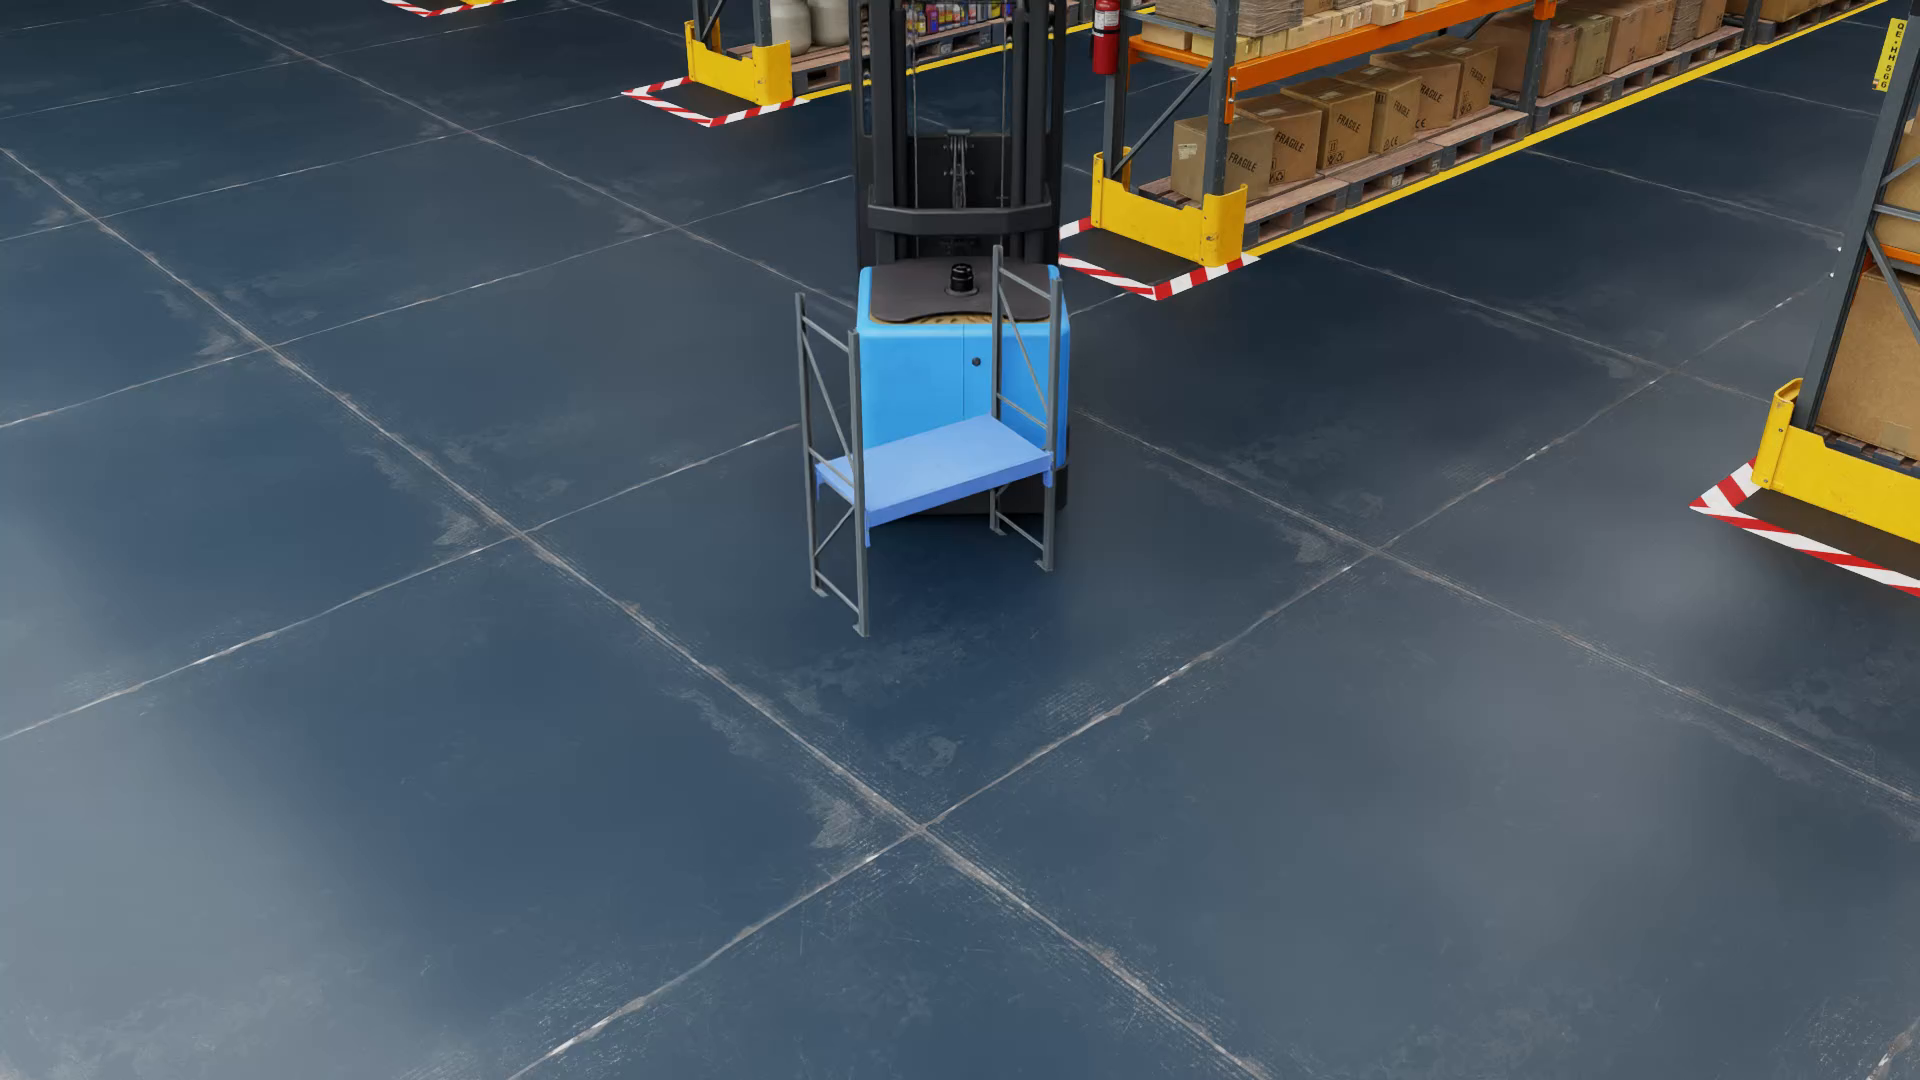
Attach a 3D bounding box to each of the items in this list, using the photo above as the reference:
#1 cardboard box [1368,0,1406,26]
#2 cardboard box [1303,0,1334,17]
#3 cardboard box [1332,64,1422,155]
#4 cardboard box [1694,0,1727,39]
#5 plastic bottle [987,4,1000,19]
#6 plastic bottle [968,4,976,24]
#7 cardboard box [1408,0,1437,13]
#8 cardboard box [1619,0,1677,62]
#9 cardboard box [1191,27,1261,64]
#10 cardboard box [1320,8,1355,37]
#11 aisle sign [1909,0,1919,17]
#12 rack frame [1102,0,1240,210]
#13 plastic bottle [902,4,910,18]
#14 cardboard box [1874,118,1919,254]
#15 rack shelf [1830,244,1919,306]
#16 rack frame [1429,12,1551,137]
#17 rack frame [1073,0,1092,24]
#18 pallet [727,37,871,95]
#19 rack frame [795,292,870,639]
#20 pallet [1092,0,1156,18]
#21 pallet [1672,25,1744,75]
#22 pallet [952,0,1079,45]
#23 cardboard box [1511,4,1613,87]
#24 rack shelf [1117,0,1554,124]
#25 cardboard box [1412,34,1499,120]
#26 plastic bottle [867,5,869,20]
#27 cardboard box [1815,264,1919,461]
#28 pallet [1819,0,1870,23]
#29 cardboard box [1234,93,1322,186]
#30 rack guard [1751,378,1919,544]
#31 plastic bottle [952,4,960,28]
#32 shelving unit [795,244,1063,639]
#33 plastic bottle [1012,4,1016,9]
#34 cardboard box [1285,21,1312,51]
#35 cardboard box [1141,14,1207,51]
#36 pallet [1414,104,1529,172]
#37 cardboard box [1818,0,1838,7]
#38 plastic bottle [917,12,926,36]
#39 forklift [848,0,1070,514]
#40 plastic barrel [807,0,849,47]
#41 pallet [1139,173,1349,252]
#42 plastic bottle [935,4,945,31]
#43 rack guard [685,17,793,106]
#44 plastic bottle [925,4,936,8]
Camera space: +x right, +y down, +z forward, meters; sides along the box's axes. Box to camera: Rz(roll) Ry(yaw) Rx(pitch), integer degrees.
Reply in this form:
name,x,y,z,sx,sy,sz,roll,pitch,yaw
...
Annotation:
name,x,y,z,sx,sy,sz,roll,pitch,yaw
cardboard box,2.920,-3.767,11.776,0.250,0.149,0.380,-26,40,-35
cardboard box,2.090,-3.947,11.449,0.500,0.500,0.875,-26,40,-35
cardboard box,3.179,-3.318,12.795,0.500,0.500,0.500,25,39,35
cardboard box,6.772,-5.083,15.662,0.700,0.500,0.500,27,40,36
plastic bottle,0.295,-5.219,16.028,0.185,0.351,0.144,-26,40,-36
plastic bottle,0.105,-5.047,15.889,0.097,0.201,0.097,0,31,0
cardboard box,3.248,-3.966,12.102,0.250,0.149,0.380,-26,40,-35
cardboard box,5.962,-4.678,14.999,0.500,0.500,0.700,-22,38,-32
cardboard box,1.754,-3.272,10.967,0.250,0.149,0.380,-26,40,-35
cardboard box,2.501,-3.619,11.534,0.250,0.149,0.380,-26,40,-35
aisle sign,4.425,-2.635,7.192,0.004,0.787,0.394,-26,40,-35
rack frame,1.383,-3.370,10.885,0.127,3.000,1.000,-26,40,-35
plastic bottle,-0.532,-5.164,16.081,0.097,0.201,0.097,0,31,0
cardboard box,4.923,-1.649,7.928,0.550,0.550,0.875,-26,40,-35
rack shelf,6.148,-1.839,9.072,4.000,0.370,1.077,-26,40,-35
rack frame,4.316,-4.788,13.206,0.127,3.000,1.000,-26,40,-35
rack frame,0.948,-6.683,16.304,0.127,3.000,1.000,-26,40,-35
pallet,-1.362,-4.406,15.253,1.213,0.211,1.003,-26,40,-35
rack frame,-0.556,-0.307,7.314,0.032,1.500,0.500,-19,36,-28
pallet,1.498,-5.787,17.511,1.213,0.211,1.003,-26,40,-35
pallet,6.675,-4.741,15.801,1.213,0.211,1.003,-26,40,-35
pallet,0.428,-5.271,16.668,1.213,0.211,1.003,-26,40,-35
cardboard box,5.144,-4.281,14.350,0.500,0.500,0.700,-26,40,-36
rack shelf,2.850,-3.772,12.233,4.000,0.370,1.077,-26,40,-35
cardboard box,3.996,-3.775,13.541,0.500,0.500,0.500,-27,41,-37
plastic bottle,-0.863,-5.161,15.996,0.133,0.283,0.061,-25,39,-34
cardboard box,5.134,-0.975,8.603,0.875,0.875,0.875,-26,40,-35
pallet,8.773,-5.699,17.368,1.213,0.211,1.003,-26,40,-35
cardboard box,2.267,-2.923,12.148,0.500,0.500,0.500,-15,35,-23
rack guard,4.664,-0.361,8.362,0.348,0.500,1.175,-26,40,-35
plastic bottle,-0.046,-4.974,15.770,0.097,0.201,0.097,0,31,0
shelving unit,-0.129,-0.451,7.550,1.048,1.500,0.538,-19,36,-28
plastic bottle,0.531,-5.334,16.215,0.144,0.351,0.185,27,40,37
cardboard box,2.144,-3.437,11.236,0.250,0.149,0.380,-26,40,-35
cardboard box,1.452,-3.443,11.245,0.250,0.149,0.380,-26,40,-35
pallet,3.848,-3.347,13.521,1.213,0.211,1.003,-26,40,-35
cardboard box,8.428,-6.030,16.870,0.875,0.875,1.225,-26,40,-35
plastic bottle,-0.367,-4.819,15.516,0.097,0.201,0.097,0,31,0
forklift,-0.019,-2.110,8.891,1.130,2.935,3.031,-1,31,-1
plastic barrel,-1.186,-4.823,15.244,0.421,0.512,0.421,0,31,0
pallet,2.058,-2.482,12.106,1.213,0.211,1.003,-26,40,-35
plastic bottle,-0.192,-4.934,15.636,0.097,0.271,0.097,0,31,0
rack guard,-1.961,-4.243,14.709,0.348,0.500,1.175,-26,40,-35
plastic bottle,-0.257,-5.316,16.257,0.135,0.276,0.152,-26,40,-35
